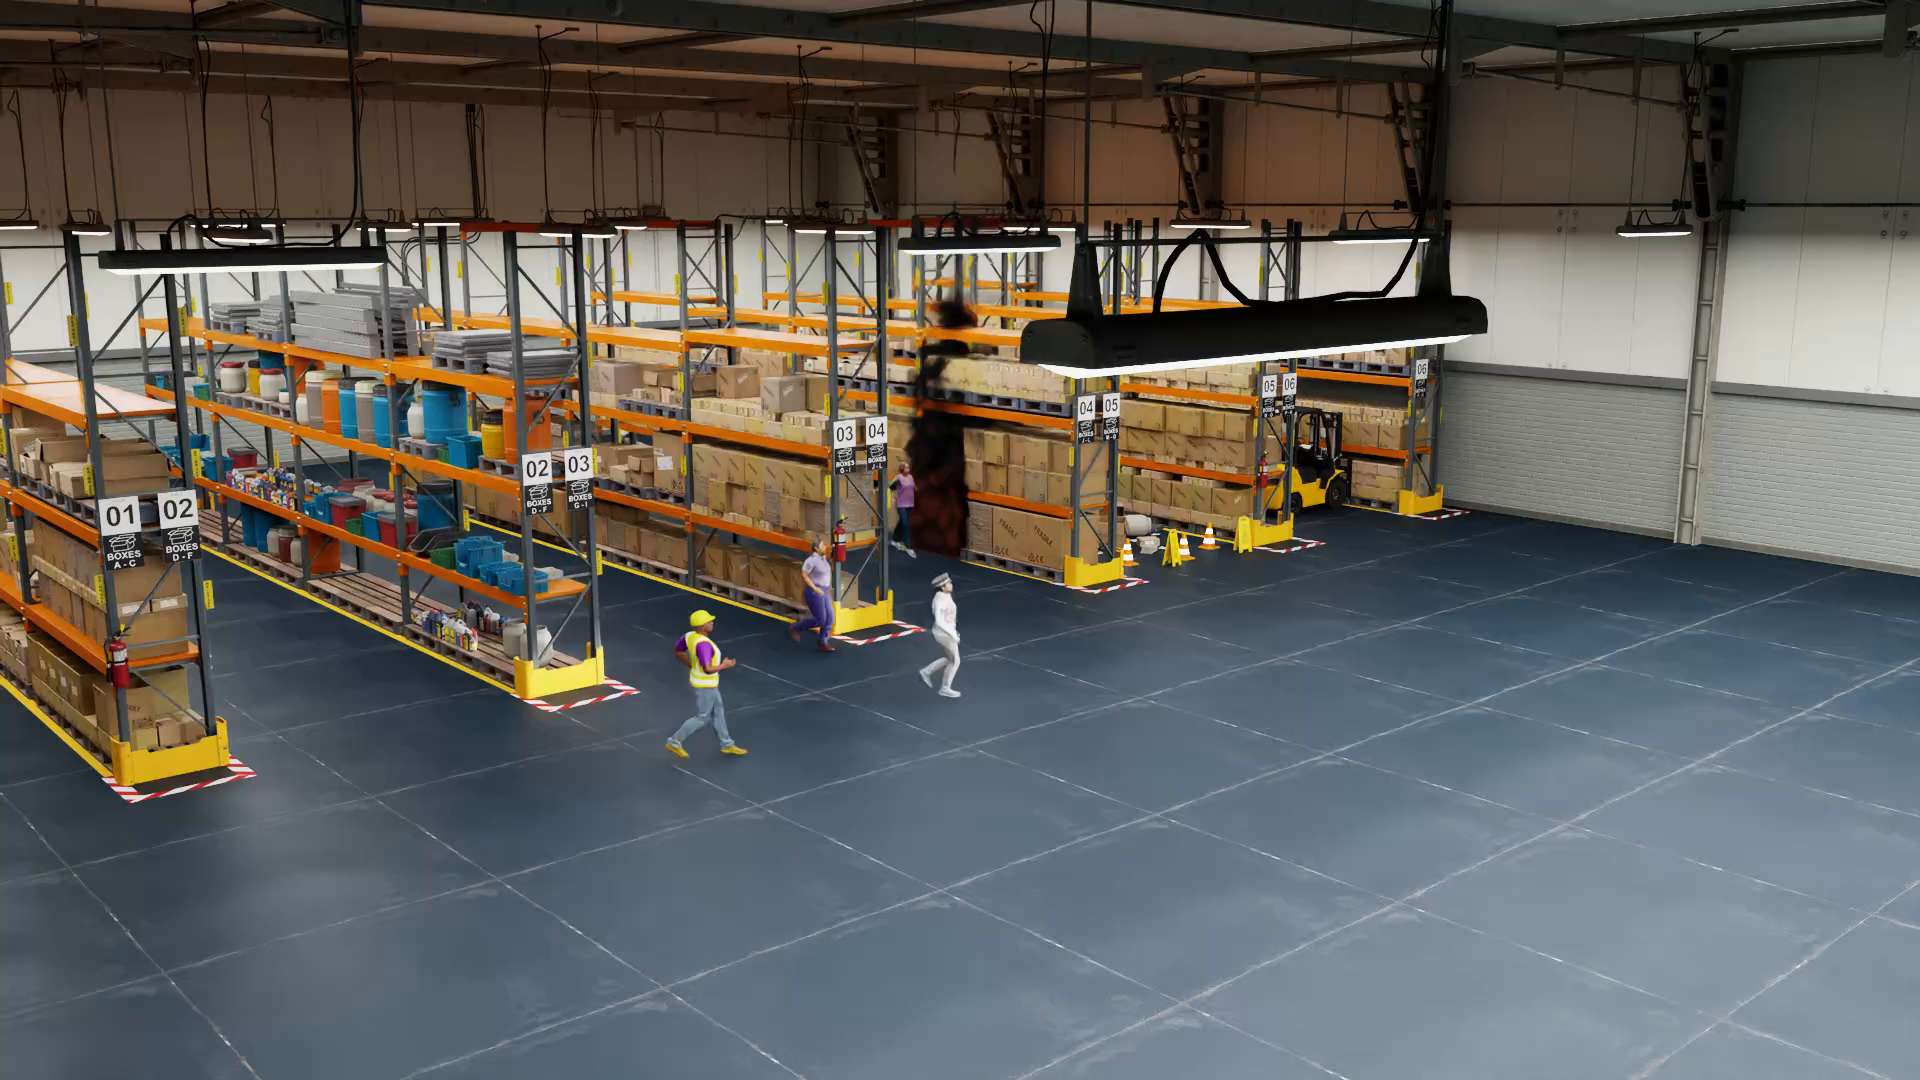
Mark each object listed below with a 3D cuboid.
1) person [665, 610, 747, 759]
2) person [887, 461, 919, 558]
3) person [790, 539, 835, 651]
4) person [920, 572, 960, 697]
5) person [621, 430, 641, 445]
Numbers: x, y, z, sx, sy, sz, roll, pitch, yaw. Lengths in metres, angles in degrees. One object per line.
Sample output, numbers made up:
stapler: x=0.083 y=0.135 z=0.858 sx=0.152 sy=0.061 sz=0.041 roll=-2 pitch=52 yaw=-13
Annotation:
person: x=-2.919 y=1.665 z=19.022 sx=0.962 sy=1.771 sz=0.695 roll=-4 pitch=12 yaw=-18
person: x=-0.974 y=-0.556 z=29.039 sx=0.708 sy=1.651 sz=0.516 roll=10 pitch=15 yaw=41
person: x=-2.056 y=0.781 z=24.059 sx=0.694 sy=1.569 sz=0.657 roll=4 pitch=12 yaw=20
person: x=-0.253 y=1.231 z=21.623 sx=0.518 sy=1.673 sz=0.616 roll=-1 pitch=11 yaw=-6
person: x=-8.436 y=-2.866 z=41.580 sx=1.079 sy=1.742 sz=0.724 roll=-10 pitch=15 yaw=-40
